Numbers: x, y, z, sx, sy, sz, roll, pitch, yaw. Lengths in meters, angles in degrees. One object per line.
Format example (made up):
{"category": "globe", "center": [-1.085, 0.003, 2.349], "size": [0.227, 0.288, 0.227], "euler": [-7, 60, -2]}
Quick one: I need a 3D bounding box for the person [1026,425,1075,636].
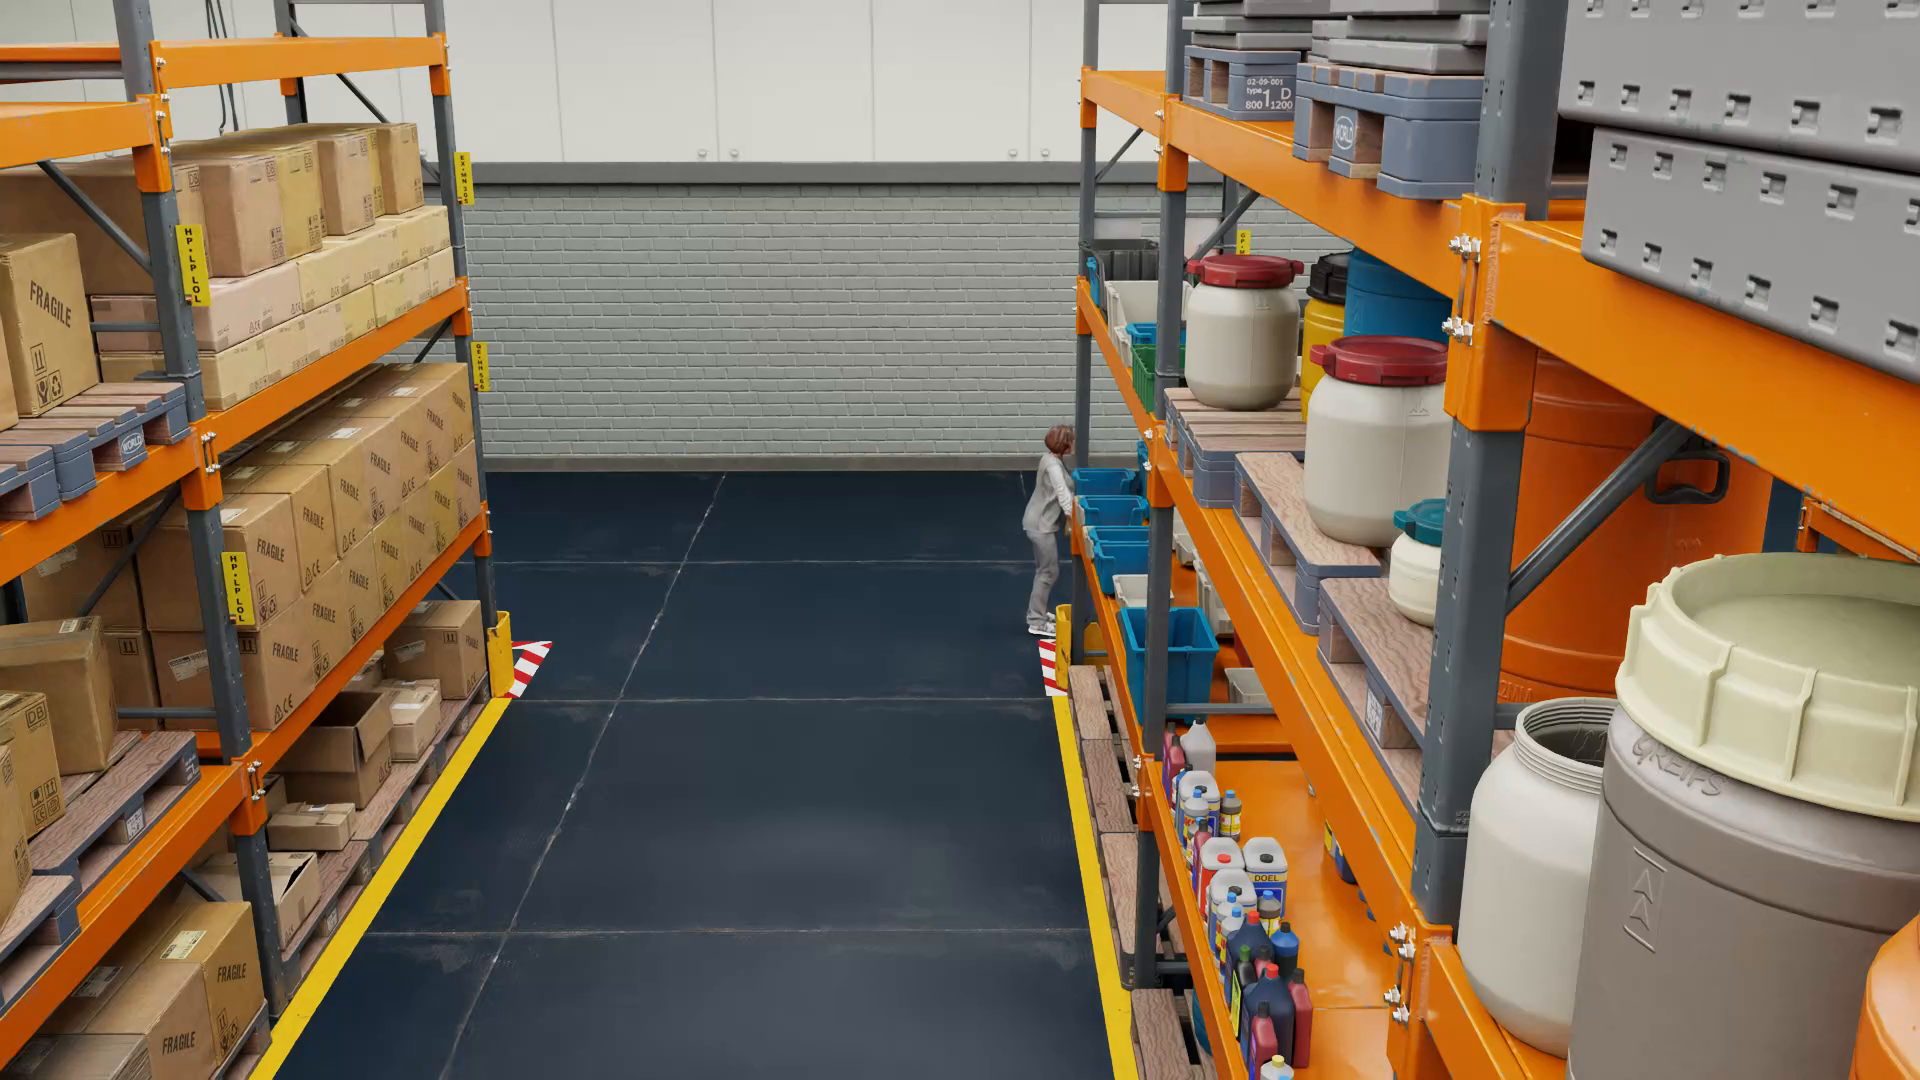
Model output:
{"category": "person", "center": [0.734, -0.078, 12.342], "size": [0.492, 1.588, 0.360], "euler": [1, 17, 2]}
